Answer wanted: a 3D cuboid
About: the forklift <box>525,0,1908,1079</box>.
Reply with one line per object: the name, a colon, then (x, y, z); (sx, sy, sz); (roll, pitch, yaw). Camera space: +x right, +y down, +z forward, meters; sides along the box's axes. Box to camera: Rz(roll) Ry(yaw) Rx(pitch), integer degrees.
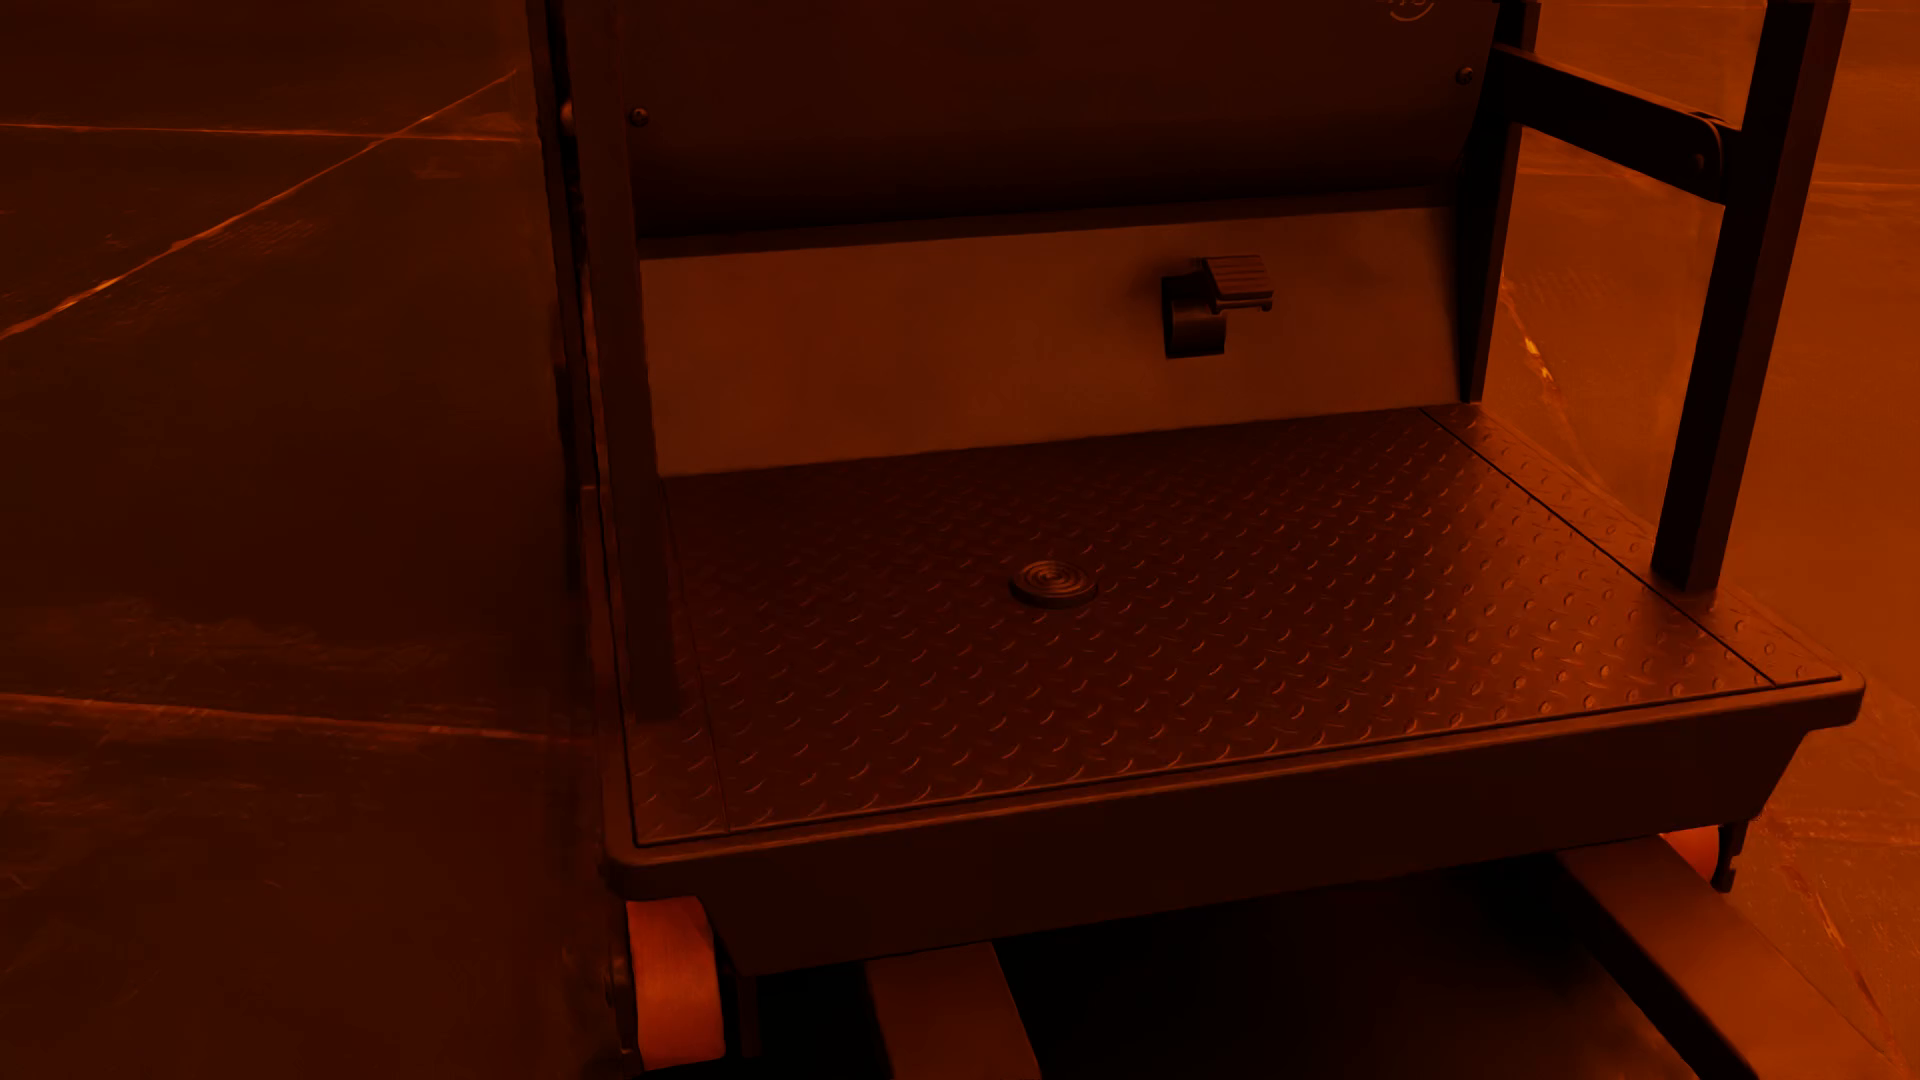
forklift: (0.159, -1.015, 1.251); (1.130, 2.935, 3.031); (-6, 27, -12)
